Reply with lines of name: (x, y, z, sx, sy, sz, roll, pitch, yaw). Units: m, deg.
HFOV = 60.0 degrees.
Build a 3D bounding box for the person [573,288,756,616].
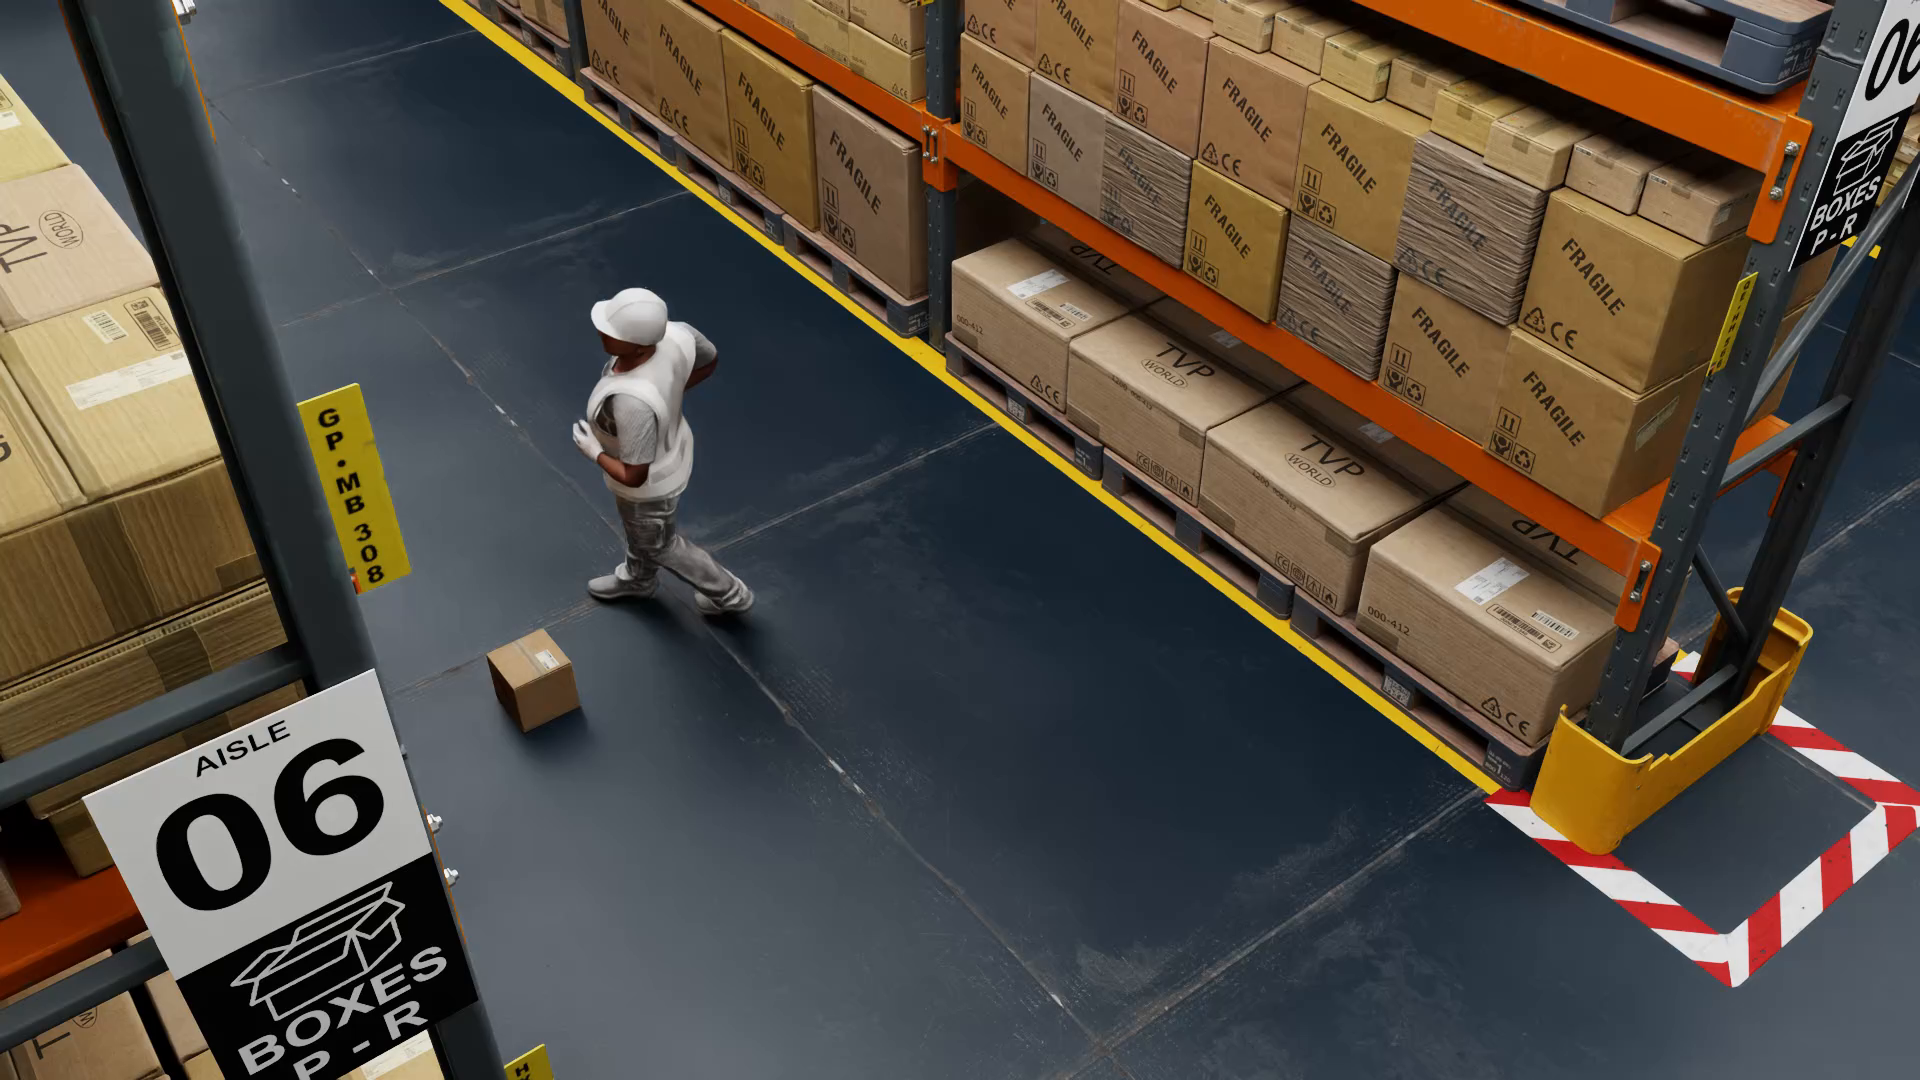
person: (-1.258, -0.257, 6.437, 0.773, 1.747, 0.698, 3, 40, 4)
